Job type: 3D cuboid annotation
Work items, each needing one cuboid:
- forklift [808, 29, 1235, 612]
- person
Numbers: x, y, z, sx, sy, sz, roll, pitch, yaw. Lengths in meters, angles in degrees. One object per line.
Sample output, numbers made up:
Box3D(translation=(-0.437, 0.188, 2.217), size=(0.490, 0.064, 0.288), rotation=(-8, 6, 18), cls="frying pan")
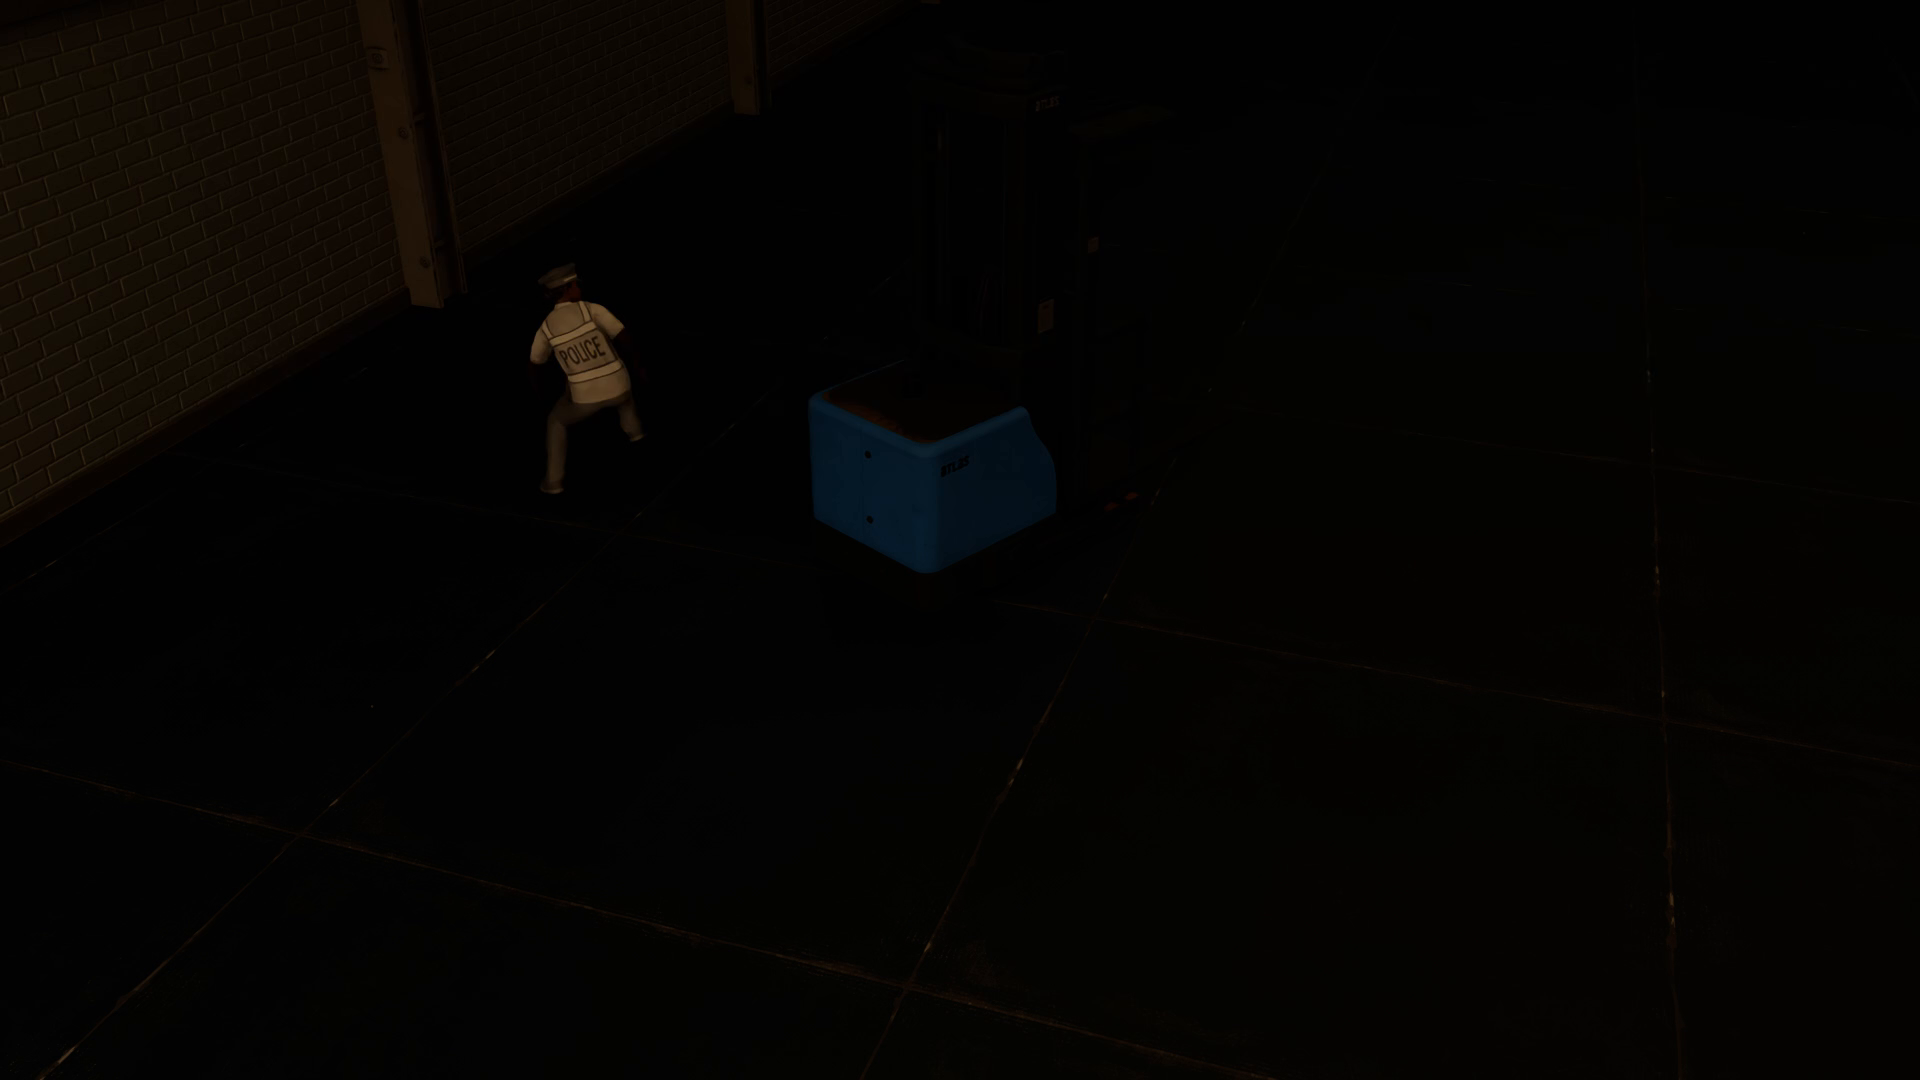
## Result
Box3D(translation=(0.527, -1.499, 9.767), size=(3.031, 2.935, 1.130), rotation=(-26, 39, -38), cls="forklift")
Box3D(translation=(-2.320, -1.005, 10.329), size=(0.744, 1.444, 0.626), rotation=(-10, 31, -16), cls="person")
